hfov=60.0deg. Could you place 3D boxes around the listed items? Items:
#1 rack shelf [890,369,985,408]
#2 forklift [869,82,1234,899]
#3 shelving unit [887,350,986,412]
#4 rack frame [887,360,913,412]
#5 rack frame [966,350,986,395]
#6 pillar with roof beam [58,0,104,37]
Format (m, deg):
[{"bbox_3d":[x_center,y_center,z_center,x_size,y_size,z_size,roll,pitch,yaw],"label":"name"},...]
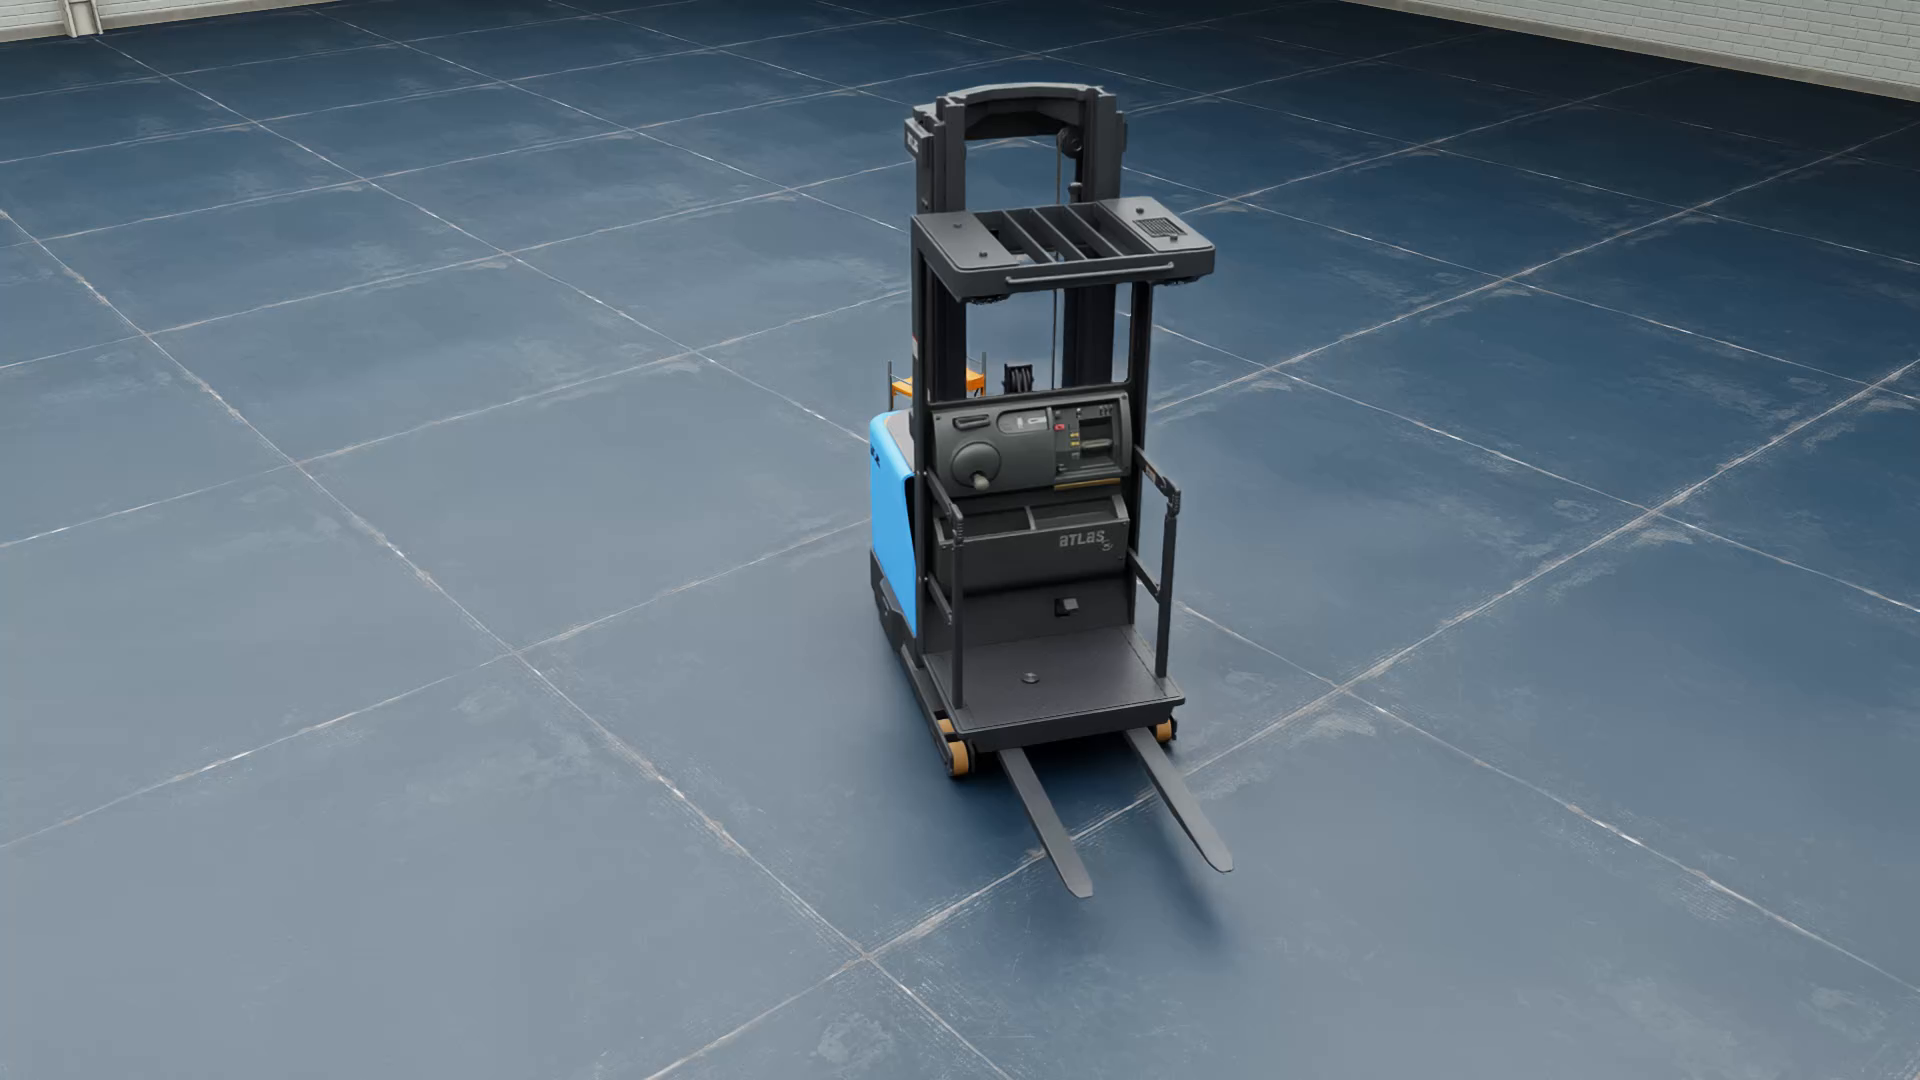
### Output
[{"bbox_3d":[-0.126,-0.825,9.187,0.480,0.148,0.258,-22,35,-35],"label":"rack shelf"},{"bbox_3d":[0.393,-0.401,7.391,1.130,2.935,3.031,-7,29,-14],"label":"forklift"},{"bbox_3d":[-0.126,-0.479,9.372,0.503,1.200,0.258,-22,35,-35],"label":"shelving unit"},{"bbox_3d":[-0.312,-0.404,9.233,0.015,1.200,0.240,-22,35,-35],"label":"rack frame"},{"bbox_3d":[0.060,-0.553,9.512,0.015,1.200,0.240,-22,35,-35],"label":"rack frame"},{"bbox_3d":[-9.131,-9.324,17.649,0.400,9.000,9.100,-22,35,-35],"label":"pillar with roof beam"}]
